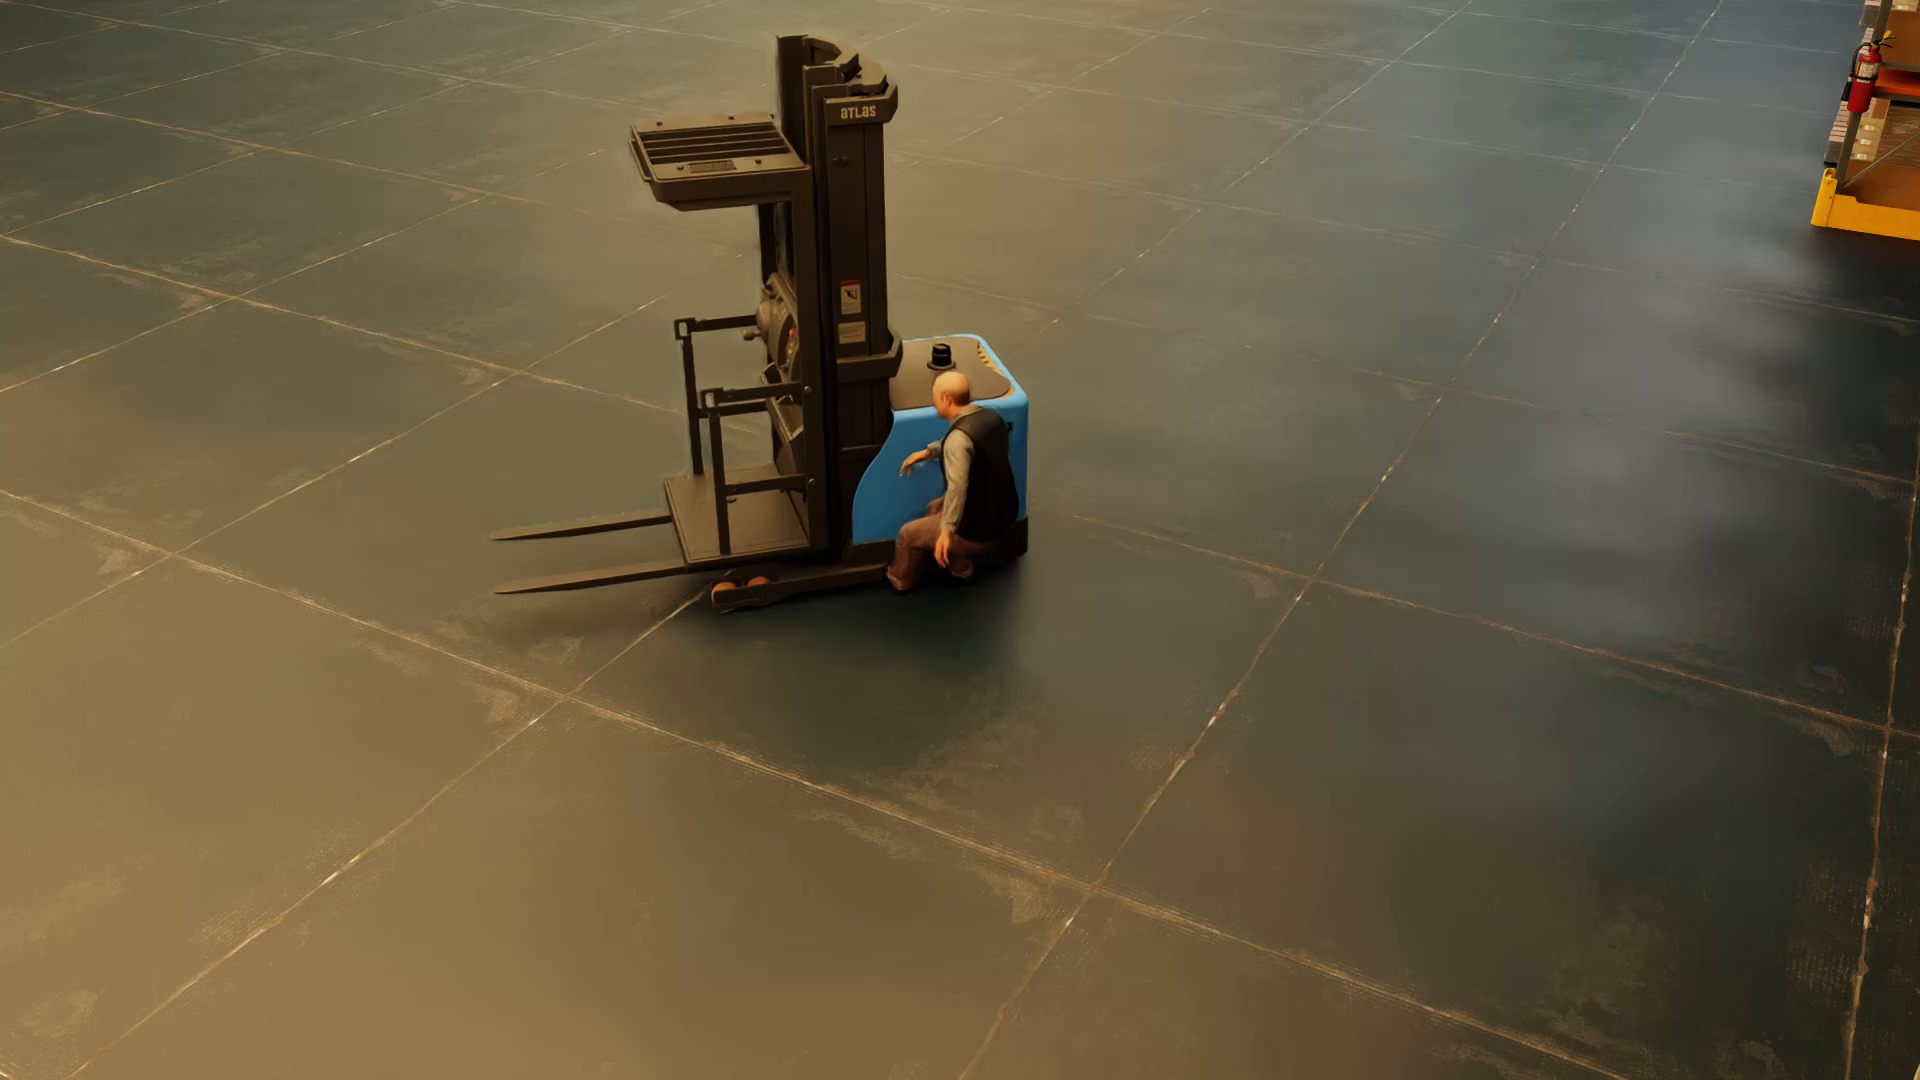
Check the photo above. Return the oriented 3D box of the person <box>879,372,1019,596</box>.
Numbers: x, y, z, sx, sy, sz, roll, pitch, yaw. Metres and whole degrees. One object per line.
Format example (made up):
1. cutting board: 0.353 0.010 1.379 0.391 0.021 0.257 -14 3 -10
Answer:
1. person: -0.155 -0.208 8.988 0.936 1.492 0.898 15 33 24

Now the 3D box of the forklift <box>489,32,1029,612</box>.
1. forklift: -1.177 -1.160 9.081 3.031 2.935 1.130 -8 31 -14
